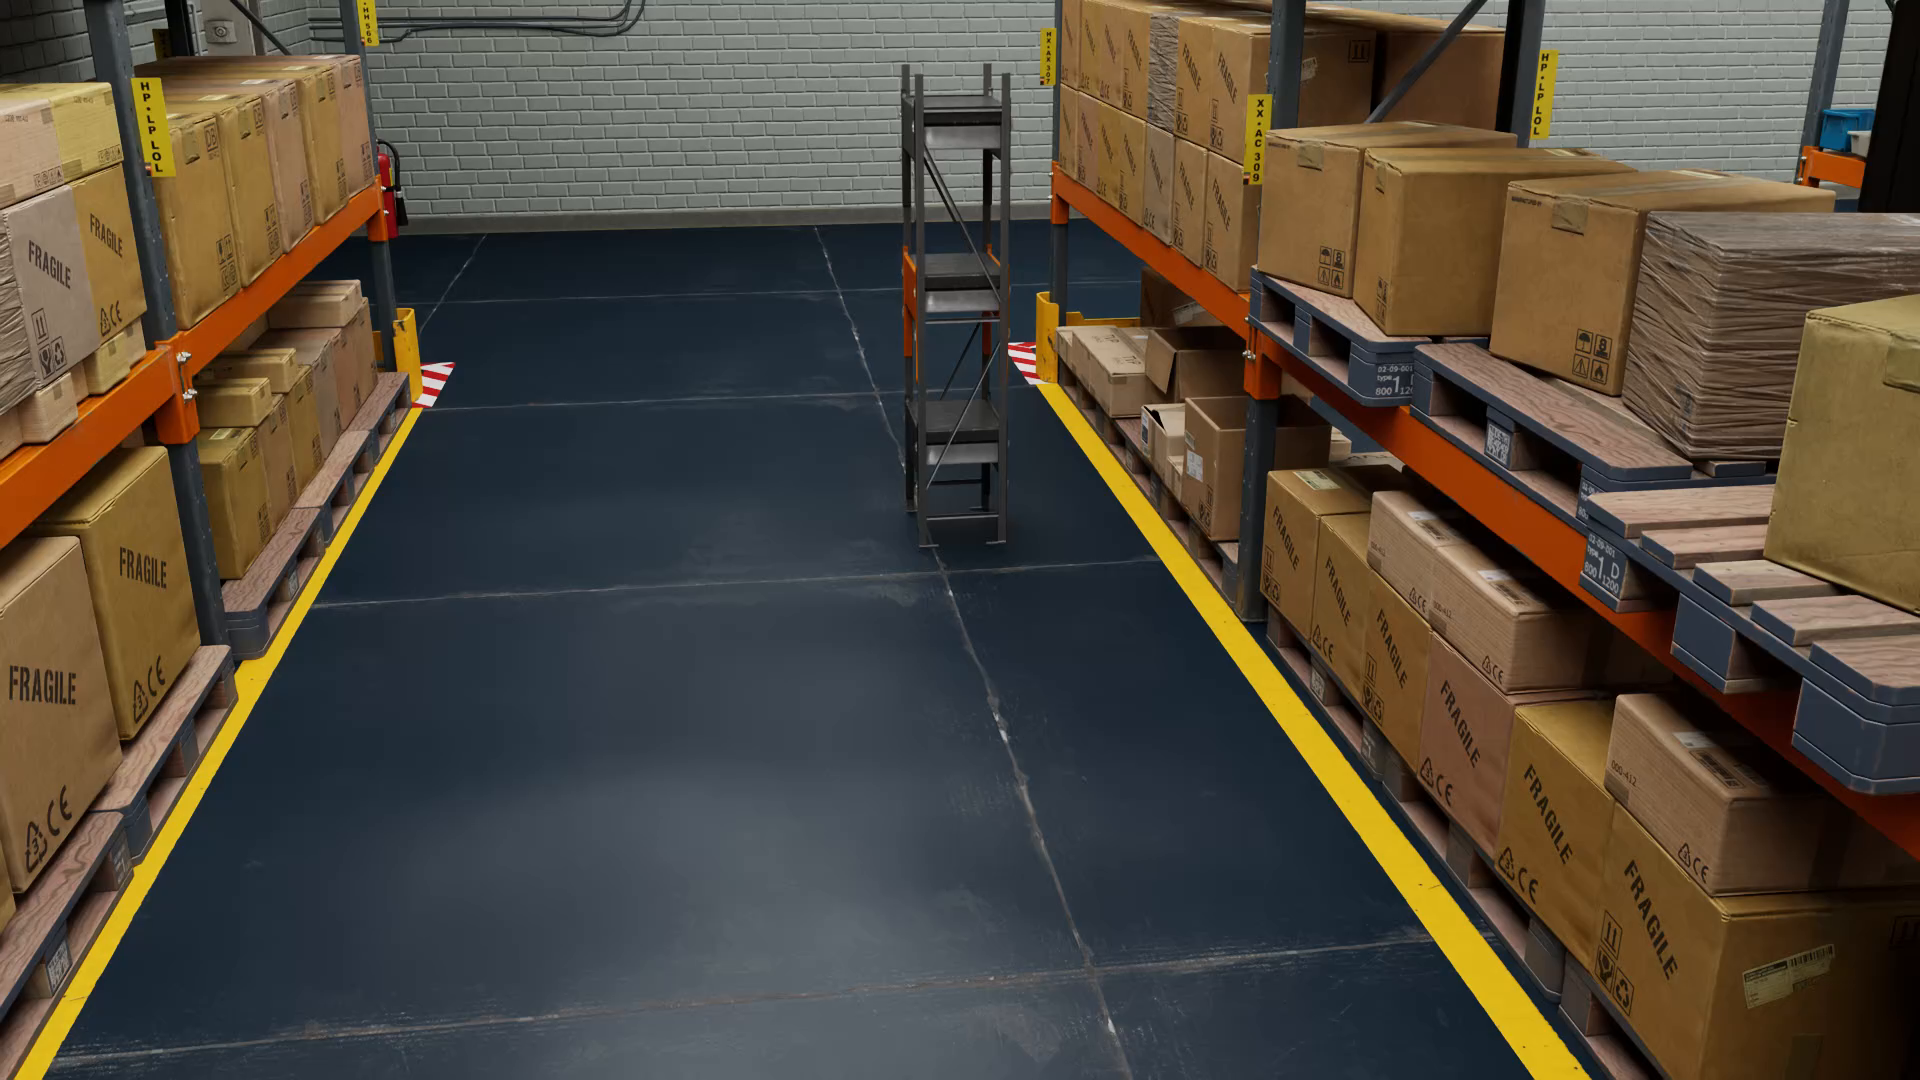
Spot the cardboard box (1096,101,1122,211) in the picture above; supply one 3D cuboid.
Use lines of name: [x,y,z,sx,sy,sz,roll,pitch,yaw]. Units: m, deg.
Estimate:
cardboard box: [1.016,-2.019,8.692,0.500,0.500,0.500,-3,21,-8]

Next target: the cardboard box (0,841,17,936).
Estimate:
cardboard box: [-2.780,0.775,3.826,0.750,0.750,0.750,-3,21,-8]

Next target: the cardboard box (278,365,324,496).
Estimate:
cardboard box: [-3.408,-0.497,7.732,0.700,0.500,0.500,-2,21,-6]

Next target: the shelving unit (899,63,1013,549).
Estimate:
shelving unit: [-0.024,-1.041,7.502,0.431,2.100,0.503,-3,21,-8]

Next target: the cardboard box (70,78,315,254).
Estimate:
cardboard box: [-3.537,-1.689,7.522,0.980,0.700,0.700,-4,21,-10]

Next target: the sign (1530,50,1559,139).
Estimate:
sign: [2.189,-1.678,6.267,0.100,0.325,0.005,-3,21,-8]

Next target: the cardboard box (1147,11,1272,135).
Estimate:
cardboard box: [1.163,-2.135,7.575,0.500,0.500,0.500,-3,21,-7]

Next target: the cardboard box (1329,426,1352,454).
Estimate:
cardboard box: [1.660,-0.441,8.029,0.380,0.166,0.250,-3,21,-8]

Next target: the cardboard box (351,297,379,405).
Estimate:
cardboard box: [-3.637,-1.029,9.156,0.700,0.500,0.500,-3,21,-8]

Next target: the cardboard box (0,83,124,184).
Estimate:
cardboard box: [-2.940,-1.253,5.116,0.500,0.250,0.500,-2,21,-6]

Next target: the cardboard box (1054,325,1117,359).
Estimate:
cardboard box: [0.784,-1.200,10.087,0.380,0.149,0.250,-3,21,-8]

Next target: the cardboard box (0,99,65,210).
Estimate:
cardboard box: [-2.876,-1.076,4.641,0.500,0.250,0.500,-2,21,-7]

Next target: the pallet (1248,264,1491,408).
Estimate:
pallet: [1.648,-0.734,5.670,1.003,0.211,1.213,-3,21,-8]

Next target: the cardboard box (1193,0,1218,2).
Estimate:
cardboard box: [1.474,-2.692,9.063,0.500,0.500,0.500,-2,21,-6]

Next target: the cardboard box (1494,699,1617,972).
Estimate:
cardboard box: [1.776,0.752,4.359,0.500,0.500,0.500,-4,21,-10]

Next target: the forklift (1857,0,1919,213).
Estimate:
forklift: [4.035,-0.892,5.916,3.031,2.935,1.130,19,27,41]

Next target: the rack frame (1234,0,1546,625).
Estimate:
rack frame: [1.641,-1.106,6.392,1.000,3.000,0.127,-3,21,-8]

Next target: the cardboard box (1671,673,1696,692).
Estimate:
cardboard box: [2.206,0.536,4.938,0.500,0.500,0.500,-4,21,-10]

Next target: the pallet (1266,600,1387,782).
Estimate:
pallet: [1.795,0.480,6.131,1.003,0.211,1.213,-3,21,-8]

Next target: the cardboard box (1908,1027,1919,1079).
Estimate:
cardboard box: [2.434,1.071,3.504,0.500,0.500,0.500,-2,21,-5]

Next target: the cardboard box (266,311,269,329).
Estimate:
cardboard box: [-3.780,-1.190,8.662,0.380,0.149,0.250,-3,21,-8]

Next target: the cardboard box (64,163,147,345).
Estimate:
cardboard box: [-2.945,-0.904,5.252,0.500,0.500,0.500,-3,21,-9]

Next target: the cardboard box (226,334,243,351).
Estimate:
cardboard box: [-3.669,-0.927,7.956,0.380,0.149,0.250,-3,21,-7]

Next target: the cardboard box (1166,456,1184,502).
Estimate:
cardboard box: [1.164,-0.287,7.643,0.380,0.149,0.250,-3,21,-8]

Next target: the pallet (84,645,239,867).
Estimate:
pallet: [-3.075,0.714,5.502,1.003,0.211,1.213,-3,21,-8]

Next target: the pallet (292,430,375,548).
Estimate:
pallet: [-3.472,-0.240,8.056,1.003,0.211,1.213,-3,21,-8]

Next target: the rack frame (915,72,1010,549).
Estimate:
rack frame: [0.011,-0.956,7.276,0.400,2.100,0.015,-3,21,-8]

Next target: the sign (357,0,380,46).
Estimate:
sign: [-3.298,-2.916,9.244,0.100,0.325,0.005,-3,21,-8]

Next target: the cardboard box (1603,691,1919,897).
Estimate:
cardboard box: [1.838,0.561,3.800,0.500,0.250,0.500,-2,21,-6]

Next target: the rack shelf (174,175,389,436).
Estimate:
rack shelf: [-3.549,-1.211,7.699,1.077,0.370,4.000,-3,21,-8]

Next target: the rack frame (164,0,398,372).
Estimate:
rack frame: [-3.837,-2.240,9.427,1.000,3.000,0.127,-3,21,-8]

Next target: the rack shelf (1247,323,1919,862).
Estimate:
rack shelf: [1.929,-0.077,4.663,1.077,0.370,4.000,-3,21,-8]

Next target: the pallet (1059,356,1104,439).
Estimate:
pallet: [1.191,-0.883,9.778,1.003,0.211,1.213,-3,21,-8]

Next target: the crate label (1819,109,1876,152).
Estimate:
crate label: [5.676,-2.588,10.510,0.416,0.233,0.303,-3,21,-8]

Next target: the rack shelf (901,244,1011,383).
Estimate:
rack shelf: [-0.024,-1.028,7.507,0.431,0.518,0.480,-3,21,-8]

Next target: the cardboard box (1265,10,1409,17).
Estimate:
cardboard box: [1.703,-2.156,7.629,0.500,0.500,0.500,-4,21,-9]

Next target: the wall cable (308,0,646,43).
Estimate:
wall cable: [-4.299,-5.572,14.212,3.097,2.526,0.112,-3,21,-8]

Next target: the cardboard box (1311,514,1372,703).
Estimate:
cardboard box: [1.557,0.222,5.778,0.500,0.500,0.500,-3,21,-7]

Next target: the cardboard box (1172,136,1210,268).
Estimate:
cardboard box: [1.239,-1.492,7.280,0.500,0.500,0.500,-2,21,-6]

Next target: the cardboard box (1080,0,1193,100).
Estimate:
cardboard box: [0.950,-2.659,8.977,0.500,0.500,0.500,-3,21,-7]

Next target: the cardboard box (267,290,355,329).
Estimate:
cardboard box: [-3.401,-1.209,8.711,0.380,0.149,0.250,-2,21,-6]

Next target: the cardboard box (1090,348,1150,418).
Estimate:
cardboard box: [1.006,-0.861,9.034,0.500,0.250,0.500,-3,21,-8]

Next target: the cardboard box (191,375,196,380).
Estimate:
cardboard box: [-3.559,-0.662,7.248,0.380,0.149,0.250,-4,21,-9]

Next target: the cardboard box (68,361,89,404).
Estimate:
cardboard box: [-2.879,-0.466,5.008,0.380,0.149,0.250,-2,21,-6]

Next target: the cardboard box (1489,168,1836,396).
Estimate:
cardboard box: [1.956,-0.741,4.671,0.700,0.500,0.500,-8,22,-21]
